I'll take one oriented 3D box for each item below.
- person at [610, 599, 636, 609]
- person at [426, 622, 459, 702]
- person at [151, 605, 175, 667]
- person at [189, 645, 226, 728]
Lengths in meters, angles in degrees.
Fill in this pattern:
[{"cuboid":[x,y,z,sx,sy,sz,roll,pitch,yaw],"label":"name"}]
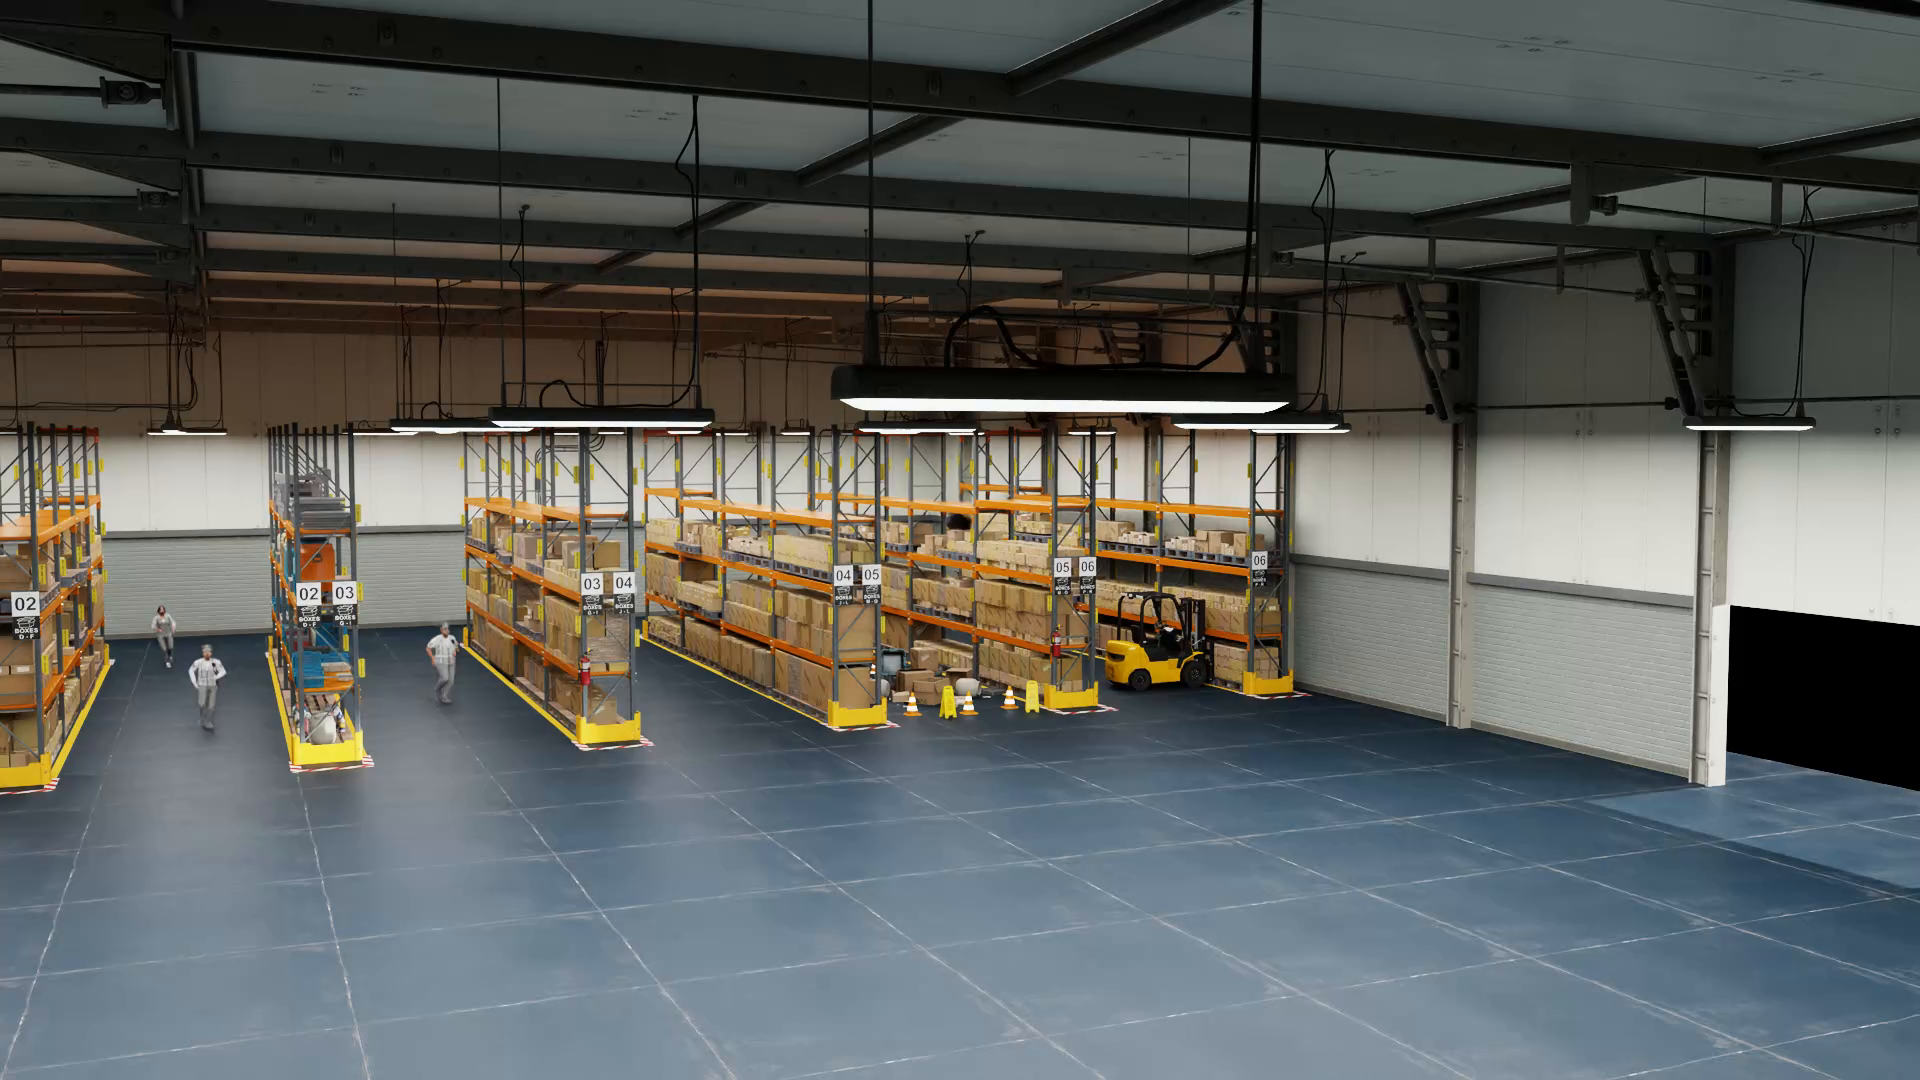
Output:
[{"cuboid":[-9.026,2.098,44.574,0.687,1.796,0.903,-2,4,-24],"label":"person"},{"cuboid":[-11.104,2.649,35.939,0.651,1.740,0.602,-3,5,-42],"label":"person"},{"cuboid":[-19.892,2.408,41.554,0.572,1.554,0.469,-2,4,-33],"label":"person"},{"cuboid":[-14.801,2.881,32.653,0.604,1.666,0.523,-2,4,-24],"label":"person"}]
